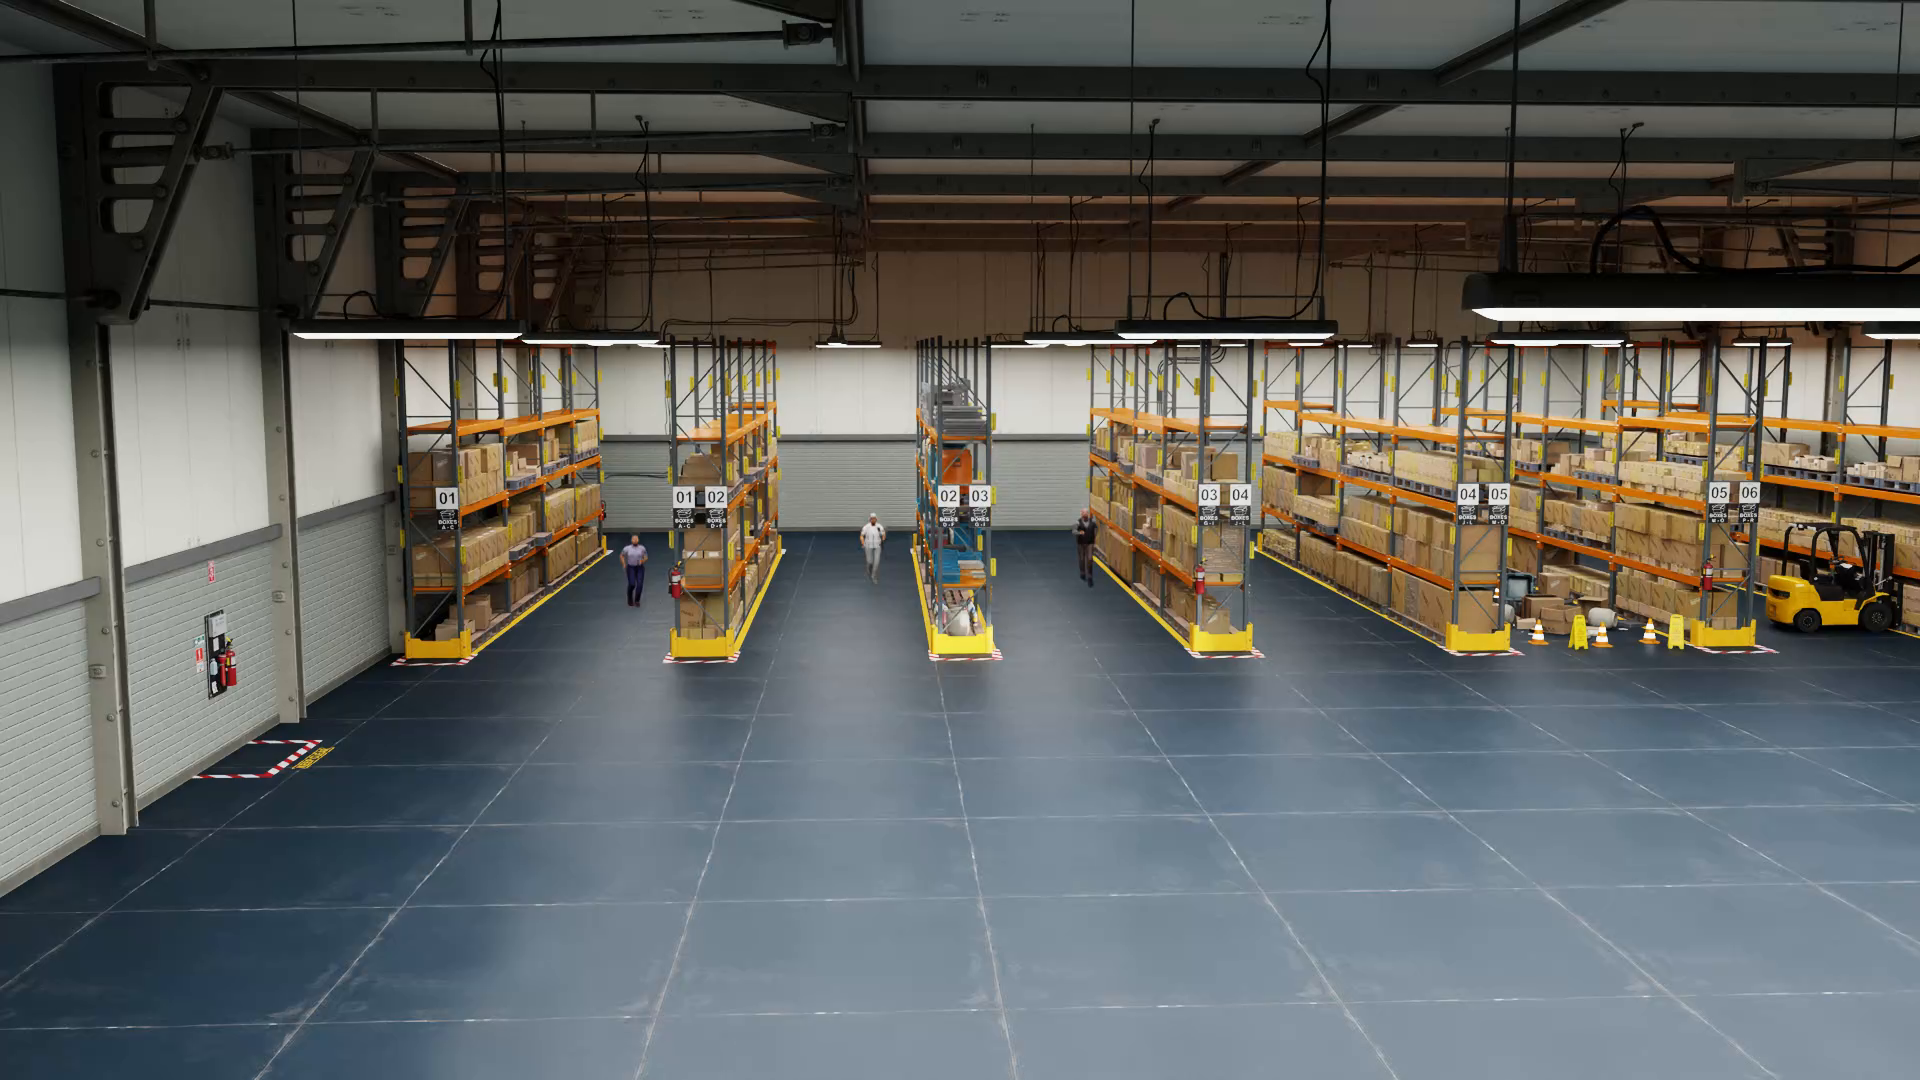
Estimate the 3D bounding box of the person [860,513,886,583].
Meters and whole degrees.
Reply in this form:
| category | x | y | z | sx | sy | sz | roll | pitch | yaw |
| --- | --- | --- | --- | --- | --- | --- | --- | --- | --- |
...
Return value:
| category | x | y | z | sx | sy | sz | roll | pitch | yaw |
| --- | --- | --- | --- | --- | --- | --- | --- | --- | --- |
| person | -2.036 | 0.191 | 39.152 | 0.616 | 1.638 | 0.507 | -1 | 7 | -6 |

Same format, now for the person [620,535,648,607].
| category | x | y | z | sx | sy | sz | roll | pitch | yaw |
| --- | --- | --- | --- | --- | --- | --- | --- | --- | --- |
| person | -7.260 | 0.691 | 37.178 | 0.583 | 1.619 | 0.620 | -2 | 7 | -20 |

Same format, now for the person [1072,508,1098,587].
| category | x | y | z | sx | sy | sz | roll | pitch | yaw |
| --- | --- | --- | --- | --- | --- | --- | --- | --- | --- |
| person | 2.949 | 0.166 | 39.095 | 0.638 | 1.838 | 0.755 | 0 | 6 | 0 |
